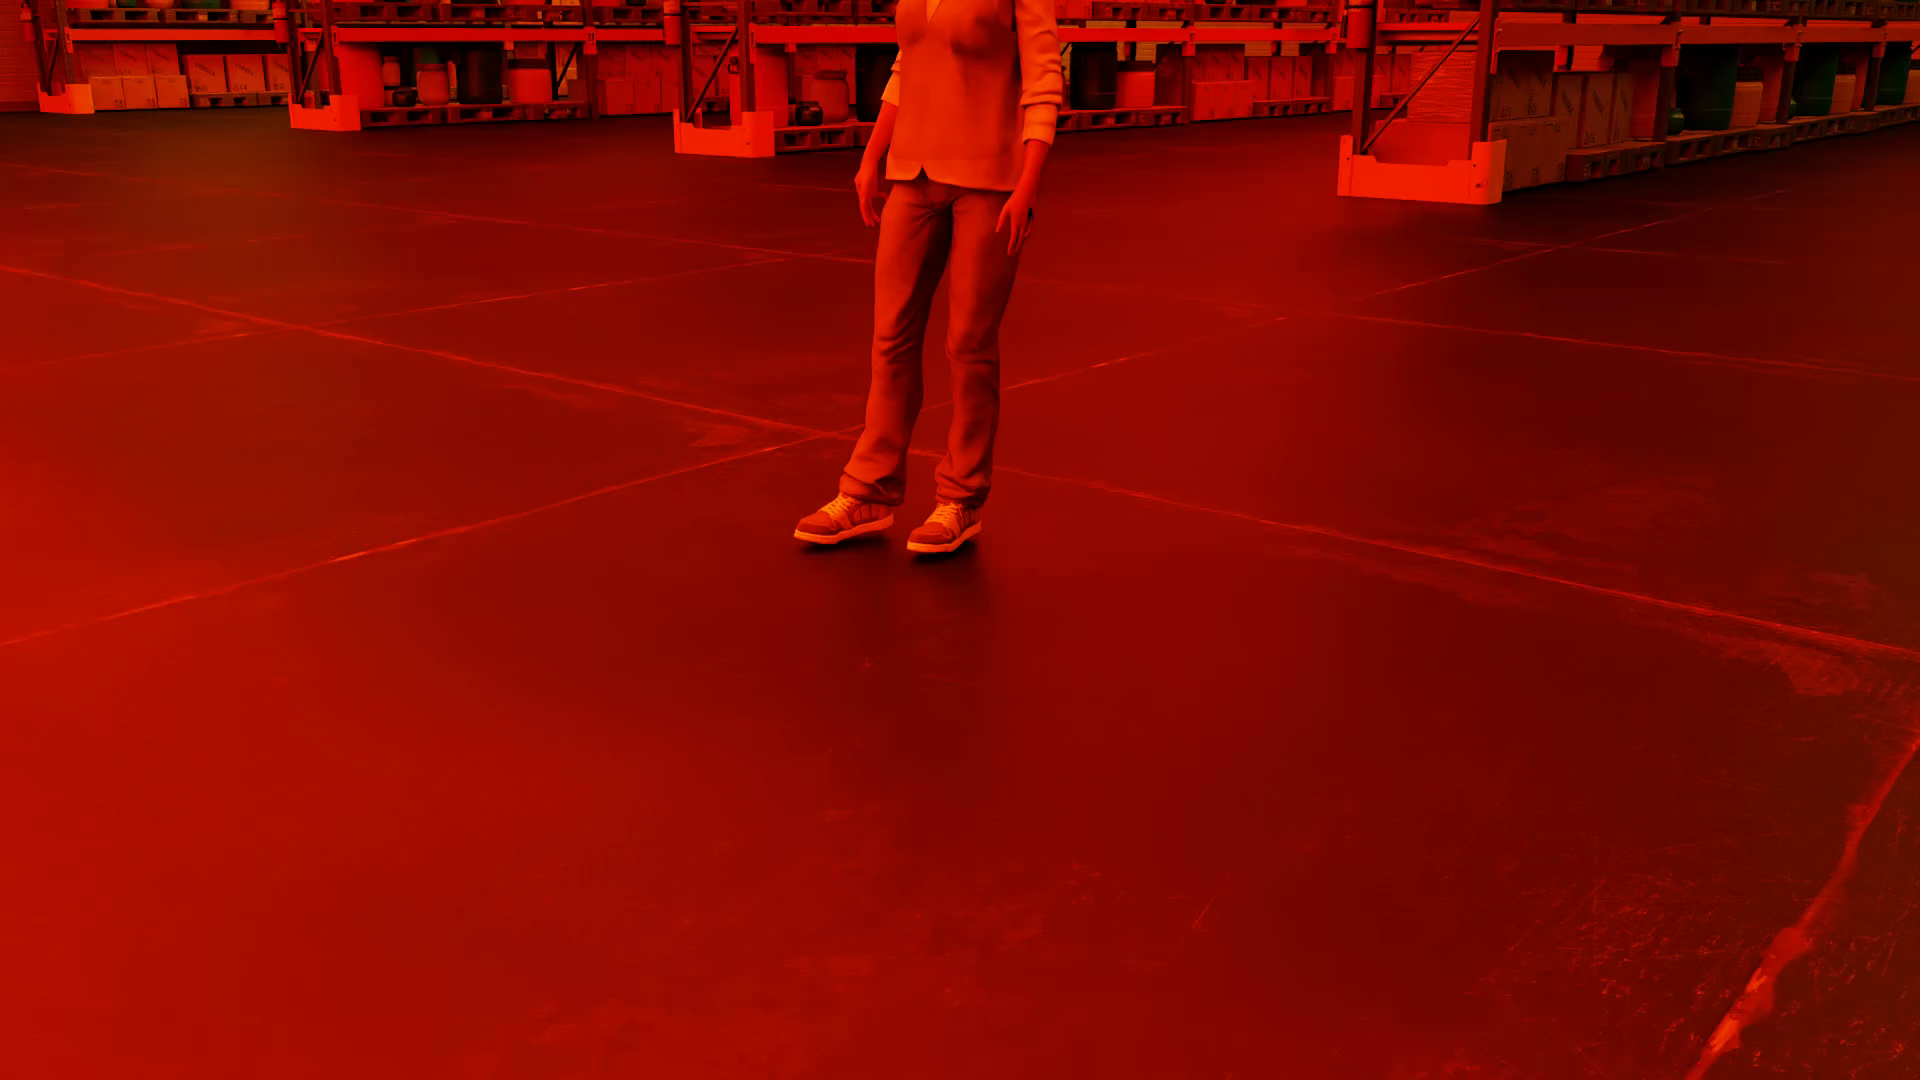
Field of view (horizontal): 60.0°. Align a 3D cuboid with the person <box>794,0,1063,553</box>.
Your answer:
[{"bbox_3d":[-0.059,-0.757,3.661,0.520,1.599,0.473,13,21,37],"label":"person"}]
